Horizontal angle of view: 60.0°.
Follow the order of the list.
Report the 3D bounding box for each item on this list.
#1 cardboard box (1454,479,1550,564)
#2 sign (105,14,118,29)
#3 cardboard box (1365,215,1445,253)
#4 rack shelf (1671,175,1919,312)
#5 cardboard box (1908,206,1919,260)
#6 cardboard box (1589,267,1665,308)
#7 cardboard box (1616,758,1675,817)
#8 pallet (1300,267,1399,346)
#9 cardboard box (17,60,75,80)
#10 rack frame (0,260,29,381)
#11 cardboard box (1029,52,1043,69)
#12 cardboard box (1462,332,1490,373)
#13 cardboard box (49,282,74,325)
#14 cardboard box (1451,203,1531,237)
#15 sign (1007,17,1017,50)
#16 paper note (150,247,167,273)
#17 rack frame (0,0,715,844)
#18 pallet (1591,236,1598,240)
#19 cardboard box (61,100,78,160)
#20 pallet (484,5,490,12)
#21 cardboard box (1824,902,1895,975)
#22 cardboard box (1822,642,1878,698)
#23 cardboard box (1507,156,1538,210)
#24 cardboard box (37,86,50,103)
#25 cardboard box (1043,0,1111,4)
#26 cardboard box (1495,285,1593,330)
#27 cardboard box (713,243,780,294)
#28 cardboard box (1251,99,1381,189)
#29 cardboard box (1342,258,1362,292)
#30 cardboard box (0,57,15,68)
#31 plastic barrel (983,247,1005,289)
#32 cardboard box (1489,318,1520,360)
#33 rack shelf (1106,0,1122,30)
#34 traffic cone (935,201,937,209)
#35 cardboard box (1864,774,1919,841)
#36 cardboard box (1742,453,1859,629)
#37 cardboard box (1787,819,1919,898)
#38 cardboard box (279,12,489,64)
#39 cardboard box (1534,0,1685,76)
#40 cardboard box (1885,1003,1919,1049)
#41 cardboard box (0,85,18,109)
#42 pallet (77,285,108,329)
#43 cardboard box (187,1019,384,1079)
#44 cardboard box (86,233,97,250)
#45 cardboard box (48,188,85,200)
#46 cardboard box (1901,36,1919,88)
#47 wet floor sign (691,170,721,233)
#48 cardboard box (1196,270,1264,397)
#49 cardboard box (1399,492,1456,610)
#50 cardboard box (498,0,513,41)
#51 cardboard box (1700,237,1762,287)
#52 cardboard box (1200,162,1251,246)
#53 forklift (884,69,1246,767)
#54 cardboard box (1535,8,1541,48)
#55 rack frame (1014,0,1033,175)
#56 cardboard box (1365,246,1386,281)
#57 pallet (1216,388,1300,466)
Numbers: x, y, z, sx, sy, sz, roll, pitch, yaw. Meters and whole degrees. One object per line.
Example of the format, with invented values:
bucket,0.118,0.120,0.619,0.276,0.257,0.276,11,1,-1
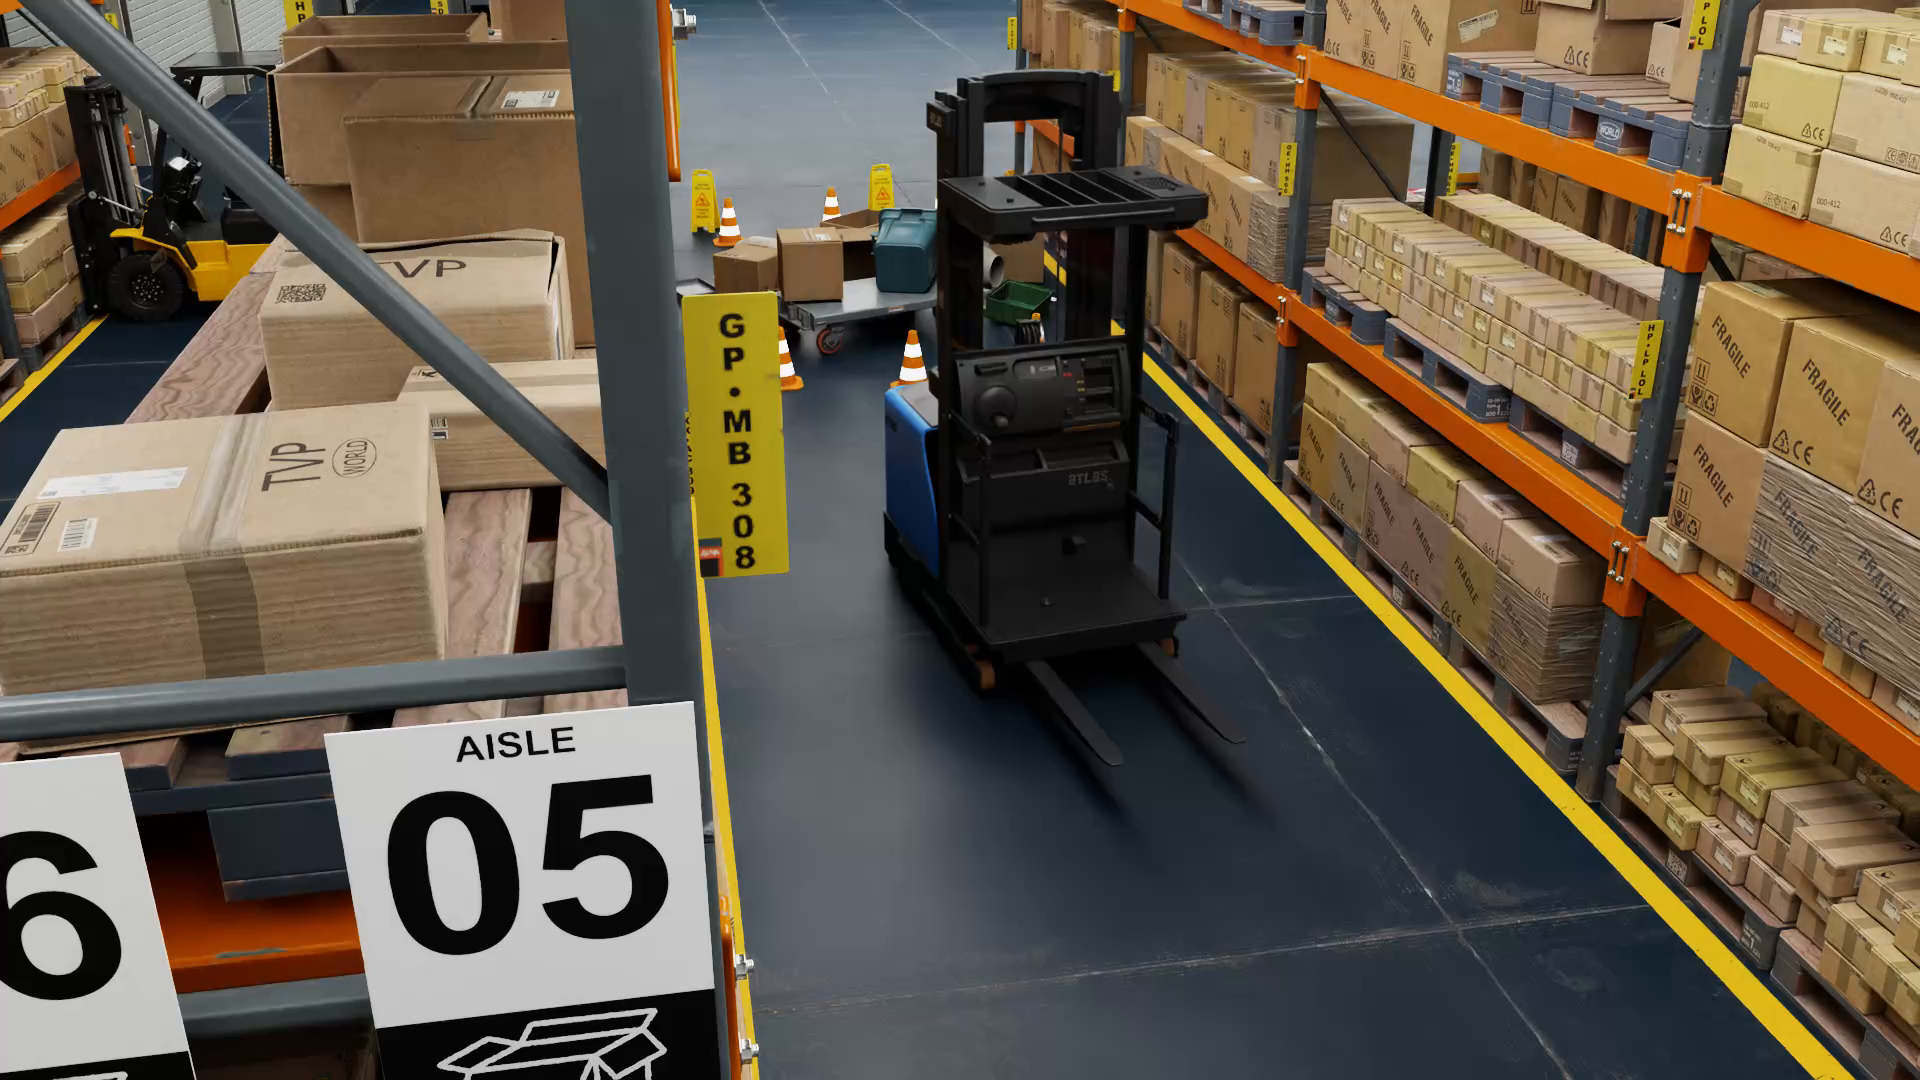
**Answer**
cardboard box,2.849,-0.107,8.408,0.500,0.250,0.500,-3,24,-7
sign,-8.090,-4.858,15.882,0.100,0.325,0.005,-4,24,-10
cardboard box,2.566,-1.764,9.586,0.380,0.149,0.250,-4,24,-10
rack shelf,3.687,-0.497,4.791,1.077,0.370,4.000,-4,24,-10
cardboard box,3.322,-0.940,5.095,0.500,0.250,0.500,-3,24,-7
cardboard box,3.456,-1.286,8.493,0.380,0.149,0.250,-3,24,-8
cardboard box,3.069,1.042,7.153,0.380,0.149,0.250,-5,24,-12
pallet,2.814,-1.452,10.066,1.213,0.211,1.003,-4,24,-10
cardboard box,-8.071,-4.145,14.685,0.380,0.149,0.250,-4,24,-8
rack frame,-7.886,-2.611,12.480,1.000,3.000,0.127,-4,24,-10
cardboard box,1.211,-4.885,17.500,0.875,0.550,0.550,-4,24,-10
cardboard box,2.805,-0.970,8.512,0.380,0.149,0.250,-3,24,-7
cardboard box,-7.759,-1.956,13.892,0.500,0.250,0.500,-5,24,-11
cardboard box,3.163,-1.904,9.908,0.380,0.149,0.250,-5,24,-10
sign,0.551,-5.353,17.579,0.100,0.325,0.005,-4,24,-10
paper note,-1.750,-0.611,3.625,0.006,0.032,0.123,-4,24,-10
rack frame,-0.789,-1.009,1.316,1.000,3.000,0.127,-4,24,-10
pallet,6.343,-3.177,17.261,1.003,0.211,1.213,-4,24,-10
cardboard box,-8.094,-3.649,14.733,0.500,0.500,0.500,-5,24,-11
pallet,-2.999,-4.017,12.187,1.213,0.211,1.003,-4,24,-10
cardboard box,3.344,1.412,5.936,0.380,0.149,0.250,-4,24,-10
cardboard box,3.296,0.420,5.853,0.380,0.149,0.250,-4,24,-9
cardboard box,6.234,-3.854,17.924,0.500,0.500,0.500,2,24,4
cardboard box,-8.067,-3.804,14.276,0.380,0.149,0.250,-4,24,-10
cardboard box,1.321,-5.164,16.790,0.875,0.550,0.550,-4,24,-10
cardboard box,2.864,-1.140,8.158,0.380,0.149,0.250,-5,24,-11
cardboard box,-1.869,-2.357,15.019,0.500,0.500,0.500,13,27,27
cardboard box,2.409,-2.692,11.293,0.700,0.500,0.500,-5,24,-11
cardboard box,2.511,-1.593,9.939,0.380,0.149,0.250,-3,24,-7
cardboard box,-8.664,-4.209,14.832,0.380,0.149,0.250,-4,24,-9
plastic barrel,0.120,-2.538,15.531,0.512,0.421,0.421,13,27,27
cardboard box,2.855,-1.005,8.222,0.380,0.149,0.250,-6,24,-12
rack shelf,1.468,-5.217,15.599,1.077,0.370,4.000,-4,24,-10
traffic cone,-0.199,-3.482,17.645,0.336,0.463,0.334,-4,24,-10
cardboard box,3.749,1.026,6.447,0.380,0.149,0.250,-4,24,-8
cardboard box,3.259,-0.013,6.036,0.500,0.500,0.500,-4,24,-10
cardboard box,3.302,1.169,6.119,0.380,0.149,0.250,-4,24,-9
cardboard box,-1.627,-1.244,4.829,0.500,0.500,0.500,-4,24,-9
cardboard box,3.160,-2.470,7.757,0.797,0.503,0.637,-5,24,-10
cardboard box,3.472,1.647,5.768,0.380,0.149,0.250,-4,24,-8
cardboard box,-7.793,-3.542,13.305,0.380,0.149,0.250,-4,24,-9
pallet,-8.221,-2.130,14.862,1.003,0.211,1.213,-4,24,-10
cardboard box,-1.053,0.813,2.456,0.380,0.149,0.250,-4,24,-9
cardboard box,-7.941,-2.580,14.697,0.500,0.250,0.500,-4,24,-10
cardboard box,-8.030,-3.018,15.075,0.500,0.250,0.500,-4,24,-9
cardboard box,3.256,-1.514,5.287,0.380,0.149,0.250,-5,24,-11
wet floor sign,-2.732,-3.628,17.750,0.267,0.644,0.232,4,24,9
cardboard box,2.388,-1.563,12.368,1.050,0.750,0.750,-4,24,-9
cardboard box,2.747,0.038,9.014,0.500,0.500,0.500,-5,24,-11
cardboard box,-1.899,-2.644,8.158,0.700,0.500,0.500,-6,24,-12
cardboard box,6.893,-2.337,14.426,0.700,0.500,0.500,-4,24,-10
cardboard box,2.047,-2.408,11.891,0.500,0.500,0.500,-5,24,-11
forklift,0.503,-0.751,8.307,1.130,2.935,3.031,-8,25,-17
cardboard box,3.126,-2.634,8.661,0.500,0.500,0.500,-4,24,-10
rack frame,1.098,-4.959,17.856,1.000,3.000,0.127,-4,24,-10
cardboard box,2.574,-1.610,9.605,0.380,0.149,0.250,-5,24,-11
pallet,2.506,-0.850,11.932,1.003,0.211,1.213,-4,24,-10
